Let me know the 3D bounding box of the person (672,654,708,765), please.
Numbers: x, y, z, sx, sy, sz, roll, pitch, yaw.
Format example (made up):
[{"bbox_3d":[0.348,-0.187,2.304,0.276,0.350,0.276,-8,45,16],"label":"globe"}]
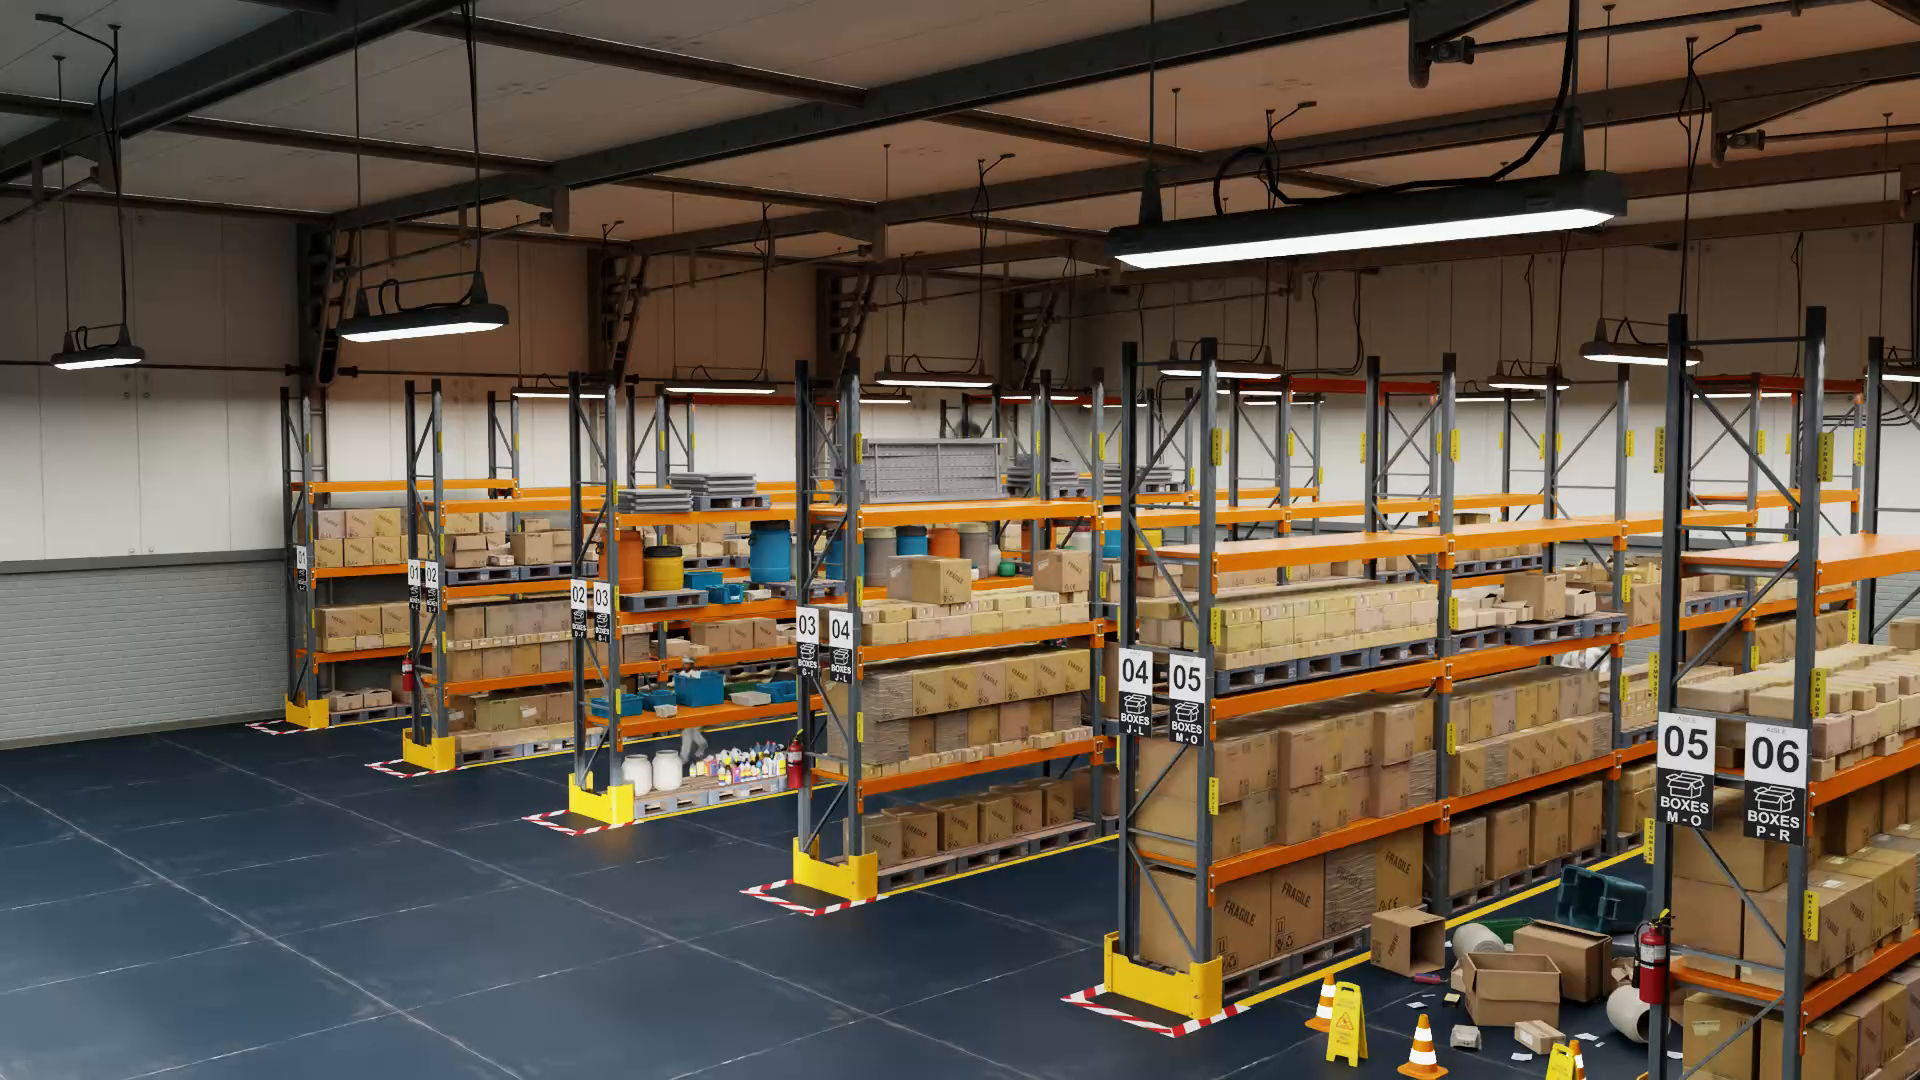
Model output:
[{"bbox_3d":[-4.226,2.634,26.091,0.595,1.724,0.870,2,4,33],"label":"person"}]

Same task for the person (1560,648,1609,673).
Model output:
[{"bbox_3d":[10.485,2.490,28.024,0.746,1.833,0.880,2,4,34],"label":"person"}]
